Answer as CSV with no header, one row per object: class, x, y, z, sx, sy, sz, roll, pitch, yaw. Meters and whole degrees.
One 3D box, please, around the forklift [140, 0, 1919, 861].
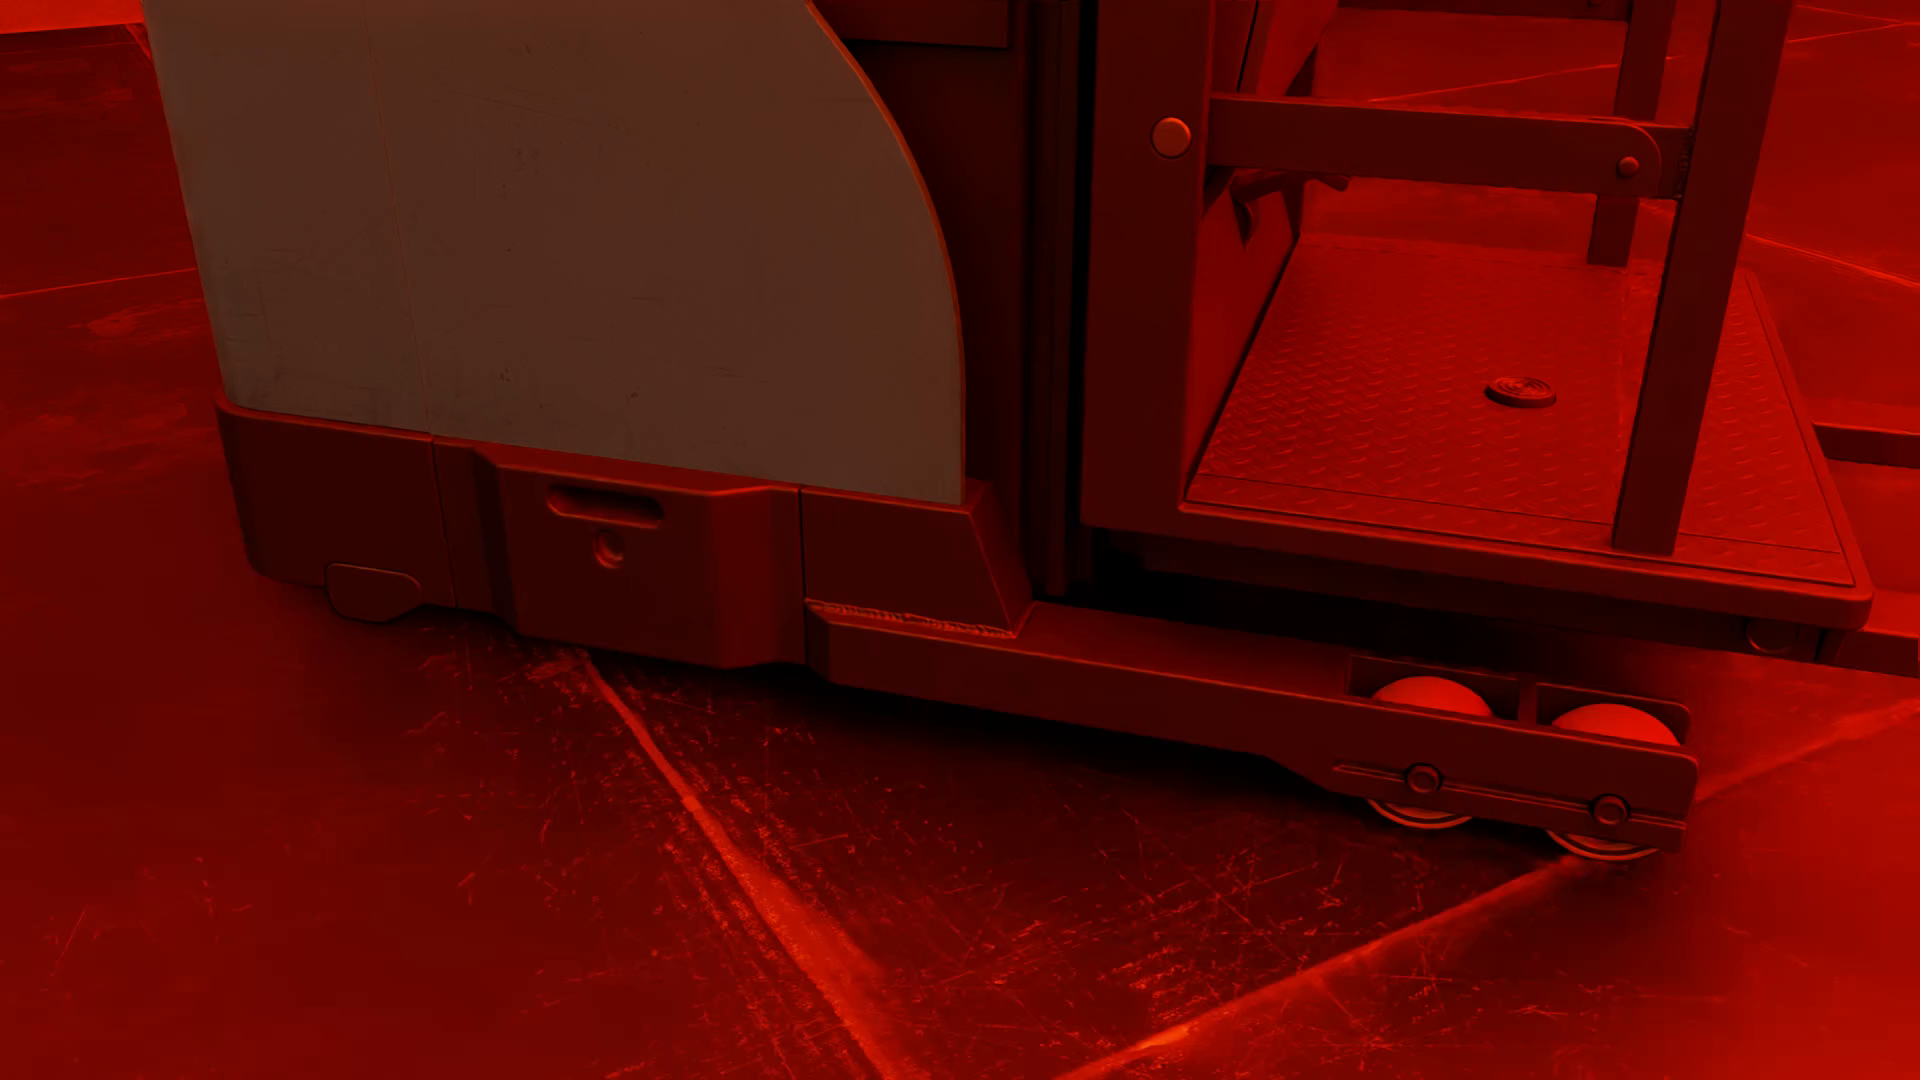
forklift,0.585,-1.228,1.680,3.031,2.935,1.130,8,28,15
